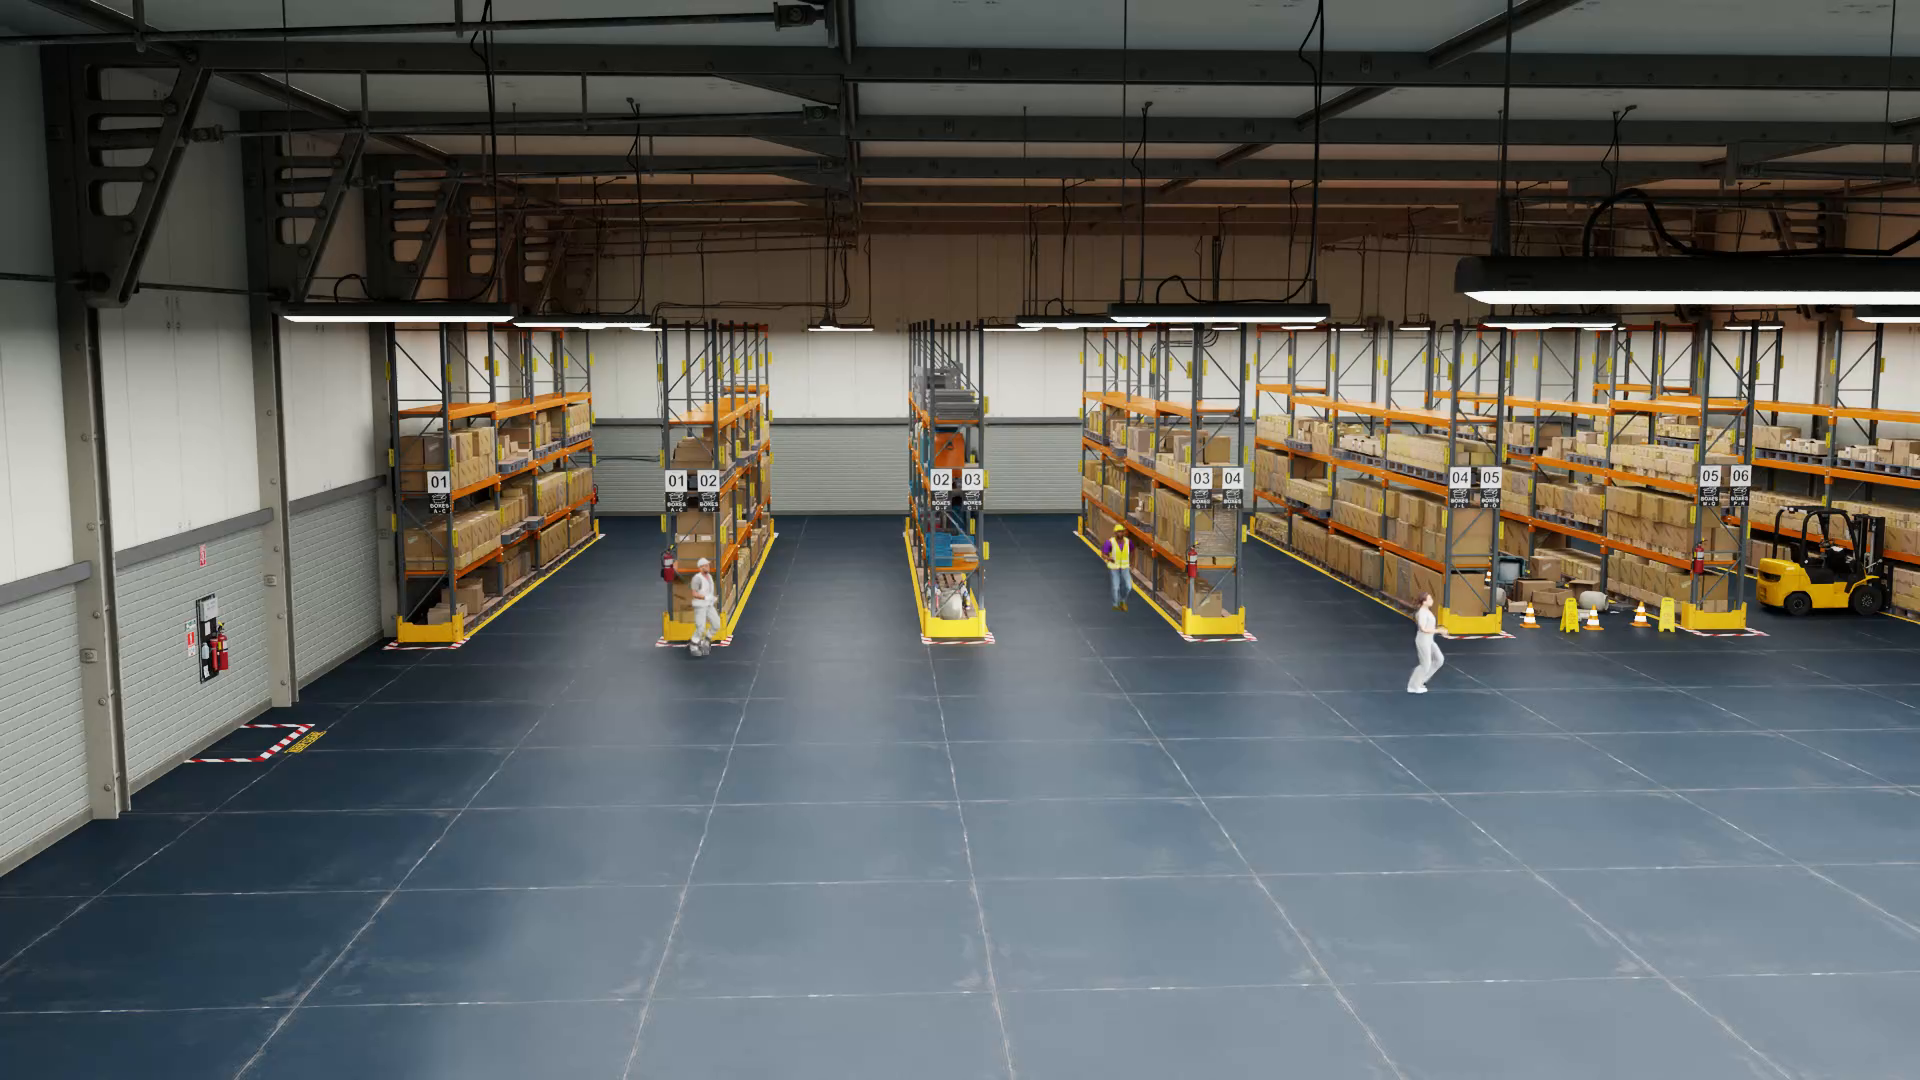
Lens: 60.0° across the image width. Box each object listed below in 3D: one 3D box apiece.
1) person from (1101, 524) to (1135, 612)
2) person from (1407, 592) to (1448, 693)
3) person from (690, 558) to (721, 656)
[{"bbox_3d":[3.129,0.559,32.557,0.728,1.736,0.645,-1,7,-11],"label":"person"},{"bbox_3d":[7.466,1.633,26.505,0.605,1.629,0.544,3,8,24],"label":"person"},{"bbox_3d":[-4.507,1.205,29.583,0.676,1.787,0.685,4,8,31],"label":"person"}]
